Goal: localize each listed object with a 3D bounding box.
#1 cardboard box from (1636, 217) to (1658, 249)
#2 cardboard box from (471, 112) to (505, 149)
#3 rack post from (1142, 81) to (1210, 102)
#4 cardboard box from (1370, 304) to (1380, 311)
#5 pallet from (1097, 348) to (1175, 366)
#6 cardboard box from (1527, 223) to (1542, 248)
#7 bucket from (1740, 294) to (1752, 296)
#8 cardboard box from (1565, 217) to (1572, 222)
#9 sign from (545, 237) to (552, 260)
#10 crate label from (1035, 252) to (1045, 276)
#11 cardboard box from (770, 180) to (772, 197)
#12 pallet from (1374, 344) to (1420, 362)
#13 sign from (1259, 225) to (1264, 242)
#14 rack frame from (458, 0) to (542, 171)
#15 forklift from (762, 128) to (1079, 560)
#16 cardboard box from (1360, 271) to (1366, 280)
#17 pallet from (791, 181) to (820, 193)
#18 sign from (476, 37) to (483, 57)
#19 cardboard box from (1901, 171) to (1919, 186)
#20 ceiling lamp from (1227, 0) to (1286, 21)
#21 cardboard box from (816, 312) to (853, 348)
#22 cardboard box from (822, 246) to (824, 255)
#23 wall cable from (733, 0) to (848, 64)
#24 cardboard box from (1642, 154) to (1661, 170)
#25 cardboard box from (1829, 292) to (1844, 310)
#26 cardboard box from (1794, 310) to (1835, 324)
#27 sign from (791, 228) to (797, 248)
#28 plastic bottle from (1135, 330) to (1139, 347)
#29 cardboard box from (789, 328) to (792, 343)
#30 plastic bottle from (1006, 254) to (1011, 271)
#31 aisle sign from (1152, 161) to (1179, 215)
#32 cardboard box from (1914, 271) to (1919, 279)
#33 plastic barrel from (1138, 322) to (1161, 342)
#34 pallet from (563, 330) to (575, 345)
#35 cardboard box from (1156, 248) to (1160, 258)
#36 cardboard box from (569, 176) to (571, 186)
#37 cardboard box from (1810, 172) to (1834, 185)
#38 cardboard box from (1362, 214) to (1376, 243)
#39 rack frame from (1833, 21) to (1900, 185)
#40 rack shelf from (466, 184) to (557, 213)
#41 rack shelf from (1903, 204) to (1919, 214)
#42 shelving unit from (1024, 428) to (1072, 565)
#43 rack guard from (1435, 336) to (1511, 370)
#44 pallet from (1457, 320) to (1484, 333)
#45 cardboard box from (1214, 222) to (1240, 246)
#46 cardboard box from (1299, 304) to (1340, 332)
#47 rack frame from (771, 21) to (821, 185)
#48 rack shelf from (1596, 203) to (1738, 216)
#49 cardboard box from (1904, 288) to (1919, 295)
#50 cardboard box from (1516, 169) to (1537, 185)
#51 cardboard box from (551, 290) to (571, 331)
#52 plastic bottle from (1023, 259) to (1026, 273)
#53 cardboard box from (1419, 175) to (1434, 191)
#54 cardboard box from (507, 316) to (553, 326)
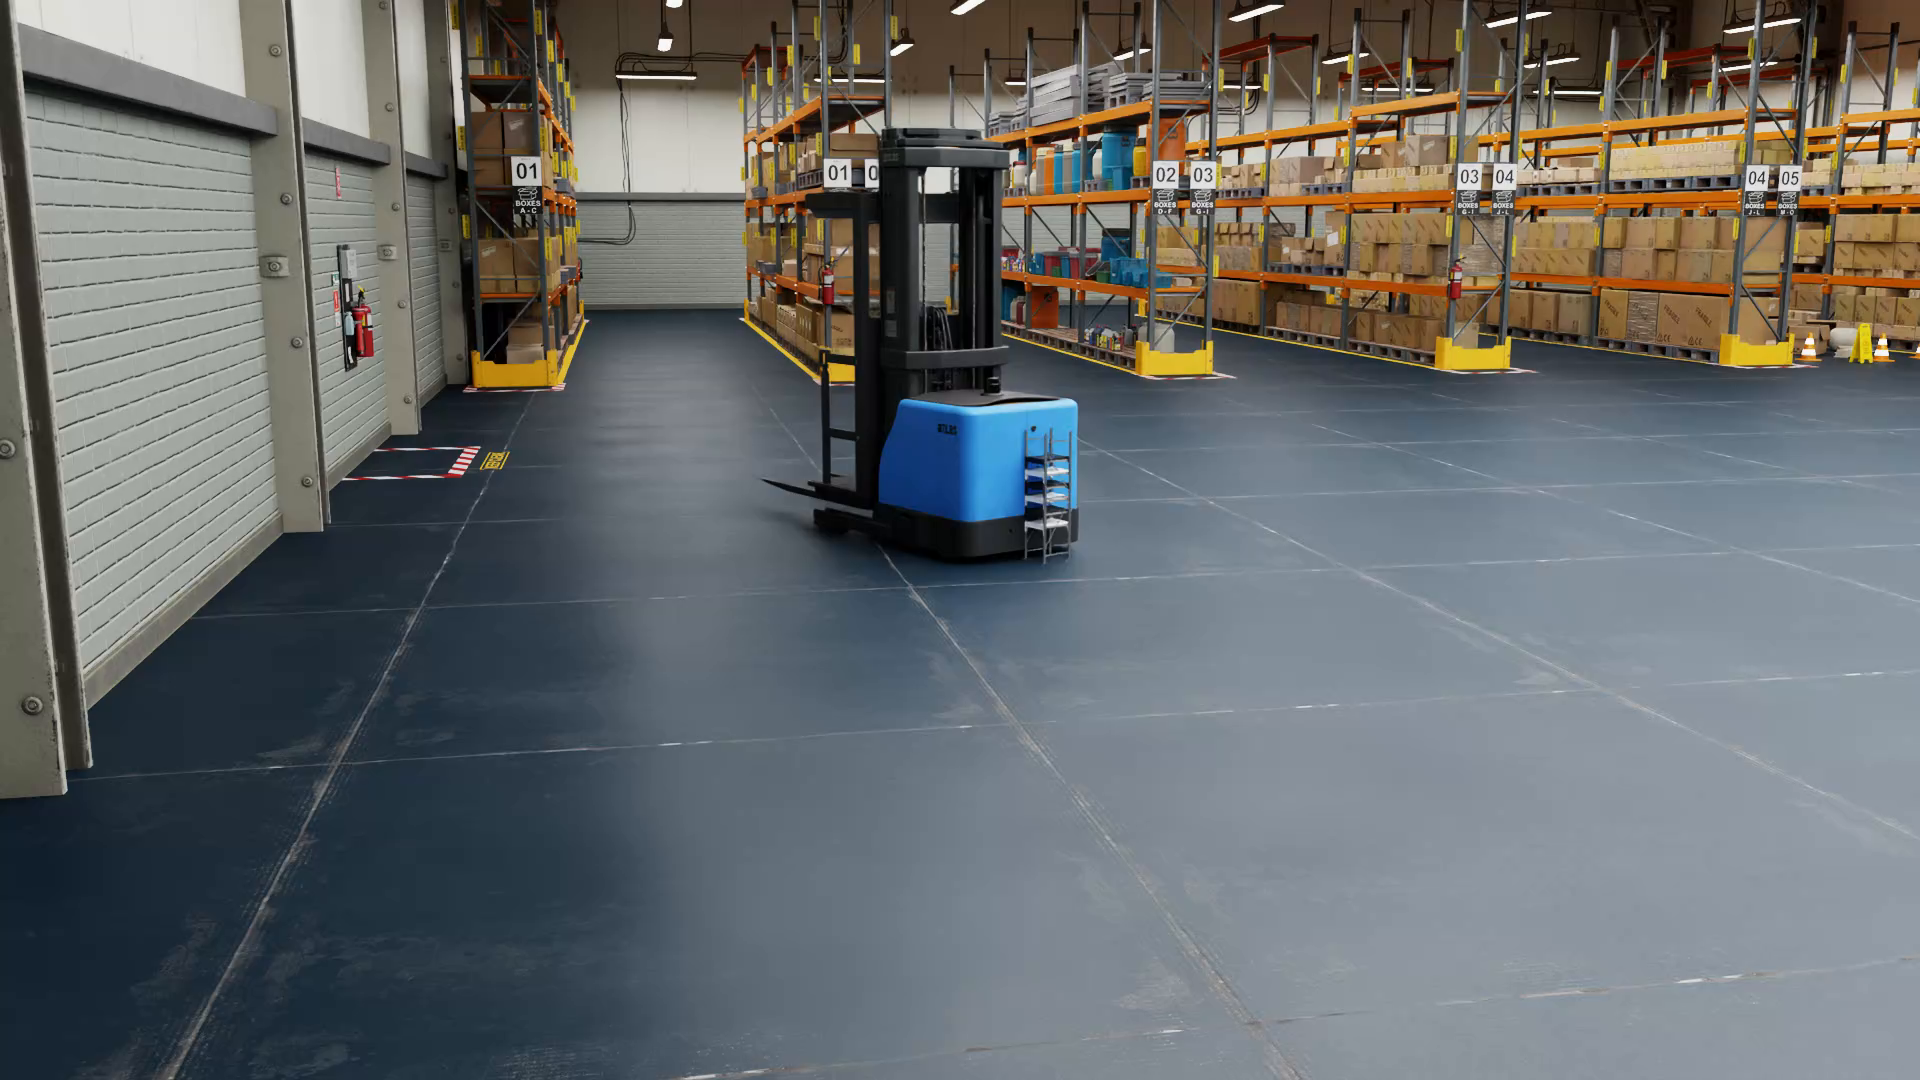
[{"bbox_3d":[12.562,-5.444,29.487,0.875,0.550,0.550,-2,11,-11],"label":"cardboard box"},{"bbox_3d":[-6.691,-5.767,23.455,0.500,0.500,0.500,-2,11,-8],"label":"cardboard box"},{"bbox_3d":[3.345,-6.879,25.606,0.937,0.300,0.954,-1,11,-5],"label":"rack post"},{"bbox_3d":[10.165,-5.632,40.265,0.380,0.149,0.250,-2,11,-11],"label":"cardboard box"},{"bbox_3d":[2.920,-3.049,27.649,1.003,0.211,1.213,-2,11,-11],"label":"pallet"},{"bbox_3d":[11.834,-6.114,33.354,0.700,0.500,0.500,-2,11,-12],"label":"cardboard box"},{"bbox_3d":[14.621,-4.307,31.492,0.726,0.611,0.620,2,1,9],"label":"bucket"},{"bbox_3d":[15.106,-7.868,40.835,0.380,0.149,0.250,-2,11,-11],"label":"cardboard box"},{"bbox_3d":[-5.818,-4.119,23.497,0.100,0.325,0.005,-2,11,-11],"label":"sign"},{"bbox_3d":[1.739,-5.326,32.064,0.502,0.435,0.616,-2,11,-11],"label":"crate label"},{"bbox_3d":[-3.265,-7.017,32.749,0.910,0.500,0.500,-2,11,-11],"label":"cardboard box"},{"bbox_3d":[7.854,-3.232,28.610,1.003,0.211,1.213,-2,11,-11],"label":"pallet"},{"bbox_3d":[6.126,-6.229,33.805,0.100,0.325,0.005,-2,11,-11],"label":"sign"},{"bbox_3d":[-6.351,-6.621,22.914,1.000,3.000,0.127,-2,11,-11],"label":"rack frame"},{"bbox_3d":[-0.449,-1.532,12.406,1.130,2.935,3.031,-8,13,-36],"label":"forklift"},{"bbox_3d":[7.306,-4.683,29.448,0.380,0.149,0.250,-2,11,-11],"label":"cardboard box"},{"bbox_3d":[-2.454,-6.129,28.864,0.805,0.209,1.217,-3,11,-13],"label":"pallet"},{"bbox_3d":[-7.672,-7.870,26.554,0.100,0.325,0.005,-2,11,-11],"label":"sign"},{"bbox_3d":[17.280,-6.484,29.825,0.500,0.250,0.500,-2,11,-10],"label":"cardboard box"},{"bbox_3d":[5.361,-10.659,28.520,0.800,3.185,2.000,-2,11,-11],"label":"ceiling lamp"},{"bbox_3d":[-1.888,-3.166,25.032,0.500,0.500,0.500,-2,11,-11],"label":"cardboard box"},{"bbox_3d":[-1.902,-4.426,25.428,0.380,0.149,0.250,-2,11,-10],"label":"cardboard box"},{"bbox_3d":[-4.523,-14.006,44.351,3.097,2.526,0.112,-2,11,-11],"label":"wall cable"},{"bbox_3d":[12.351,-6.626,29.179,0.500,0.250,0.500,-2,11,-12],"label":"cardboard box"},{"bbox_3d":[20.655,-5.553,38.914,0.500,0.500,0.500,-3,11,-13],"label":"cardboard box"},{"bbox_3d":[17.064,-4.319,32.773,0.950,0.372,0.625,-2,11,-10],"label":"cardboard box"},{"bbox_3d":[-2.801,-5.096,28.065,0.100,0.325,0.005,-2,11,-11],"label":"sign"},{"bbox_3d":[3.021,-3.413,28.195,0.061,0.283,0.133,-2,11,-11],"label":"plastic bottle"},{"bbox_3d":[-2.732,-3.602,29.329,0.500,0.250,0.500,-2,11,-12],"label":"cardboard box"},{"bbox_3d":[1.040,-5.834,34.958,0.144,0.351,0.185,-2,11,-11],"label":"plastic bottle"},{"bbox_3d":[3.090,-5.287,24.998,0.394,0.787,0.004,-2,11,-11],"label":"aisle sign"},{"bbox_3d":[17.346,-4.744,29.769,0.380,0.149,0.250,-2,11,-12],"label":"cardboard box"},{"bbox_3d":[3.067,-3.228,26.663,0.421,0.512,0.421,0,11,0],"label":"plastic barrel"},{"bbox_3d":[-7.986,-3.918,32.218,1.003,0.211,1.213,-2,11,-11],"label":"pallet"},{"bbox_3d":[5.050,-7.028,40.704,0.500,0.250,0.500,-2,11,-12],"label":"cardboard box"},{"bbox_3d":[-8.560,-7.666,35.439,0.500,0.250,0.500,-2,11,-11],"label":"cardboard box"},{"bbox_3d":[16.913,-7.016,32.291,0.500,0.250,0.500,-2,11,-12],"label":"cardboard box"},{"bbox_3d":[7.385,-5.451,29.074,0.500,0.500,0.500,-2,11,-11],"label":"cardboard box"},{"bbox_3d":[17.168,-8.255,31.501,1.000,3.000,0.127,-2,11,-11],"label":"rack frame"},{"bbox_3d":[-6.740,-5.160,25.189,1.077,0.370,4.000,-2,11,-11],"label":"rack shelf"},{"bbox_3d":[21.648,-6.976,34.728,1.077,0.370,4.000,-2,11,-11],"label":"rack shelf"},{"bbox_3d":[0.601,-0.301,11.373,0.258,0.900,0.210,-8,13,-36],"label":"shelving unit"},{"bbox_3d":[8.211,-3.000,26.621,1.175,0.500,0.348,-2,11,-11],"label":"rack guard"},{"bbox_3d":[11.404,-4.617,35.887,1.003,0.211,1.213,-2,11,-11],"label":"pallet"},{"bbox_3d":[6.024,-6.840,37.160,0.797,0.503,0.637,-2,11,-12],"label":"cardboard box"},{"bbox_3d":[7.057,-4.342,32.496,0.700,0.500,0.500,-1,11,-6],"label":"cardboard box"},{"bbox_3d":[-3.048,-8.269,31.573,1.000,3.000,0.127,-2,11,-11],"label":"rack frame"},{"bbox_3d":[16.001,-7.529,37.630,1.077,0.370,4.000,-2,11,-11],"label":"rack shelf"},{"bbox_3d":[21.463,-5.627,37.564,0.380,0.149,0.250,-2,11,-8],"label":"cardboard box"},{"bbox_3d":[11.480,-7.387,33.813,0.500,0.311,0.500,-2,11,-11],"label":"cardboard box"},{"bbox_3d":[-7.921,-4.431,32.079,0.750,0.750,0.750,-2,11,-12],"label":"cardboard box"},{"bbox_3d":[1.314,-5.502,33.395,0.061,0.283,0.133,-2,11,-11],"label":"plastic bottle"},{"bbox_3d":[7.783,-5.784,26.944,0.500,0.250,0.500,-2,11,-11],"label":"cardboard box"},{"bbox_3d":[-7.288,-3.530,28.228,0.700,0.500,0.500,-2,11,-9],"label":"cardboard box"}]
